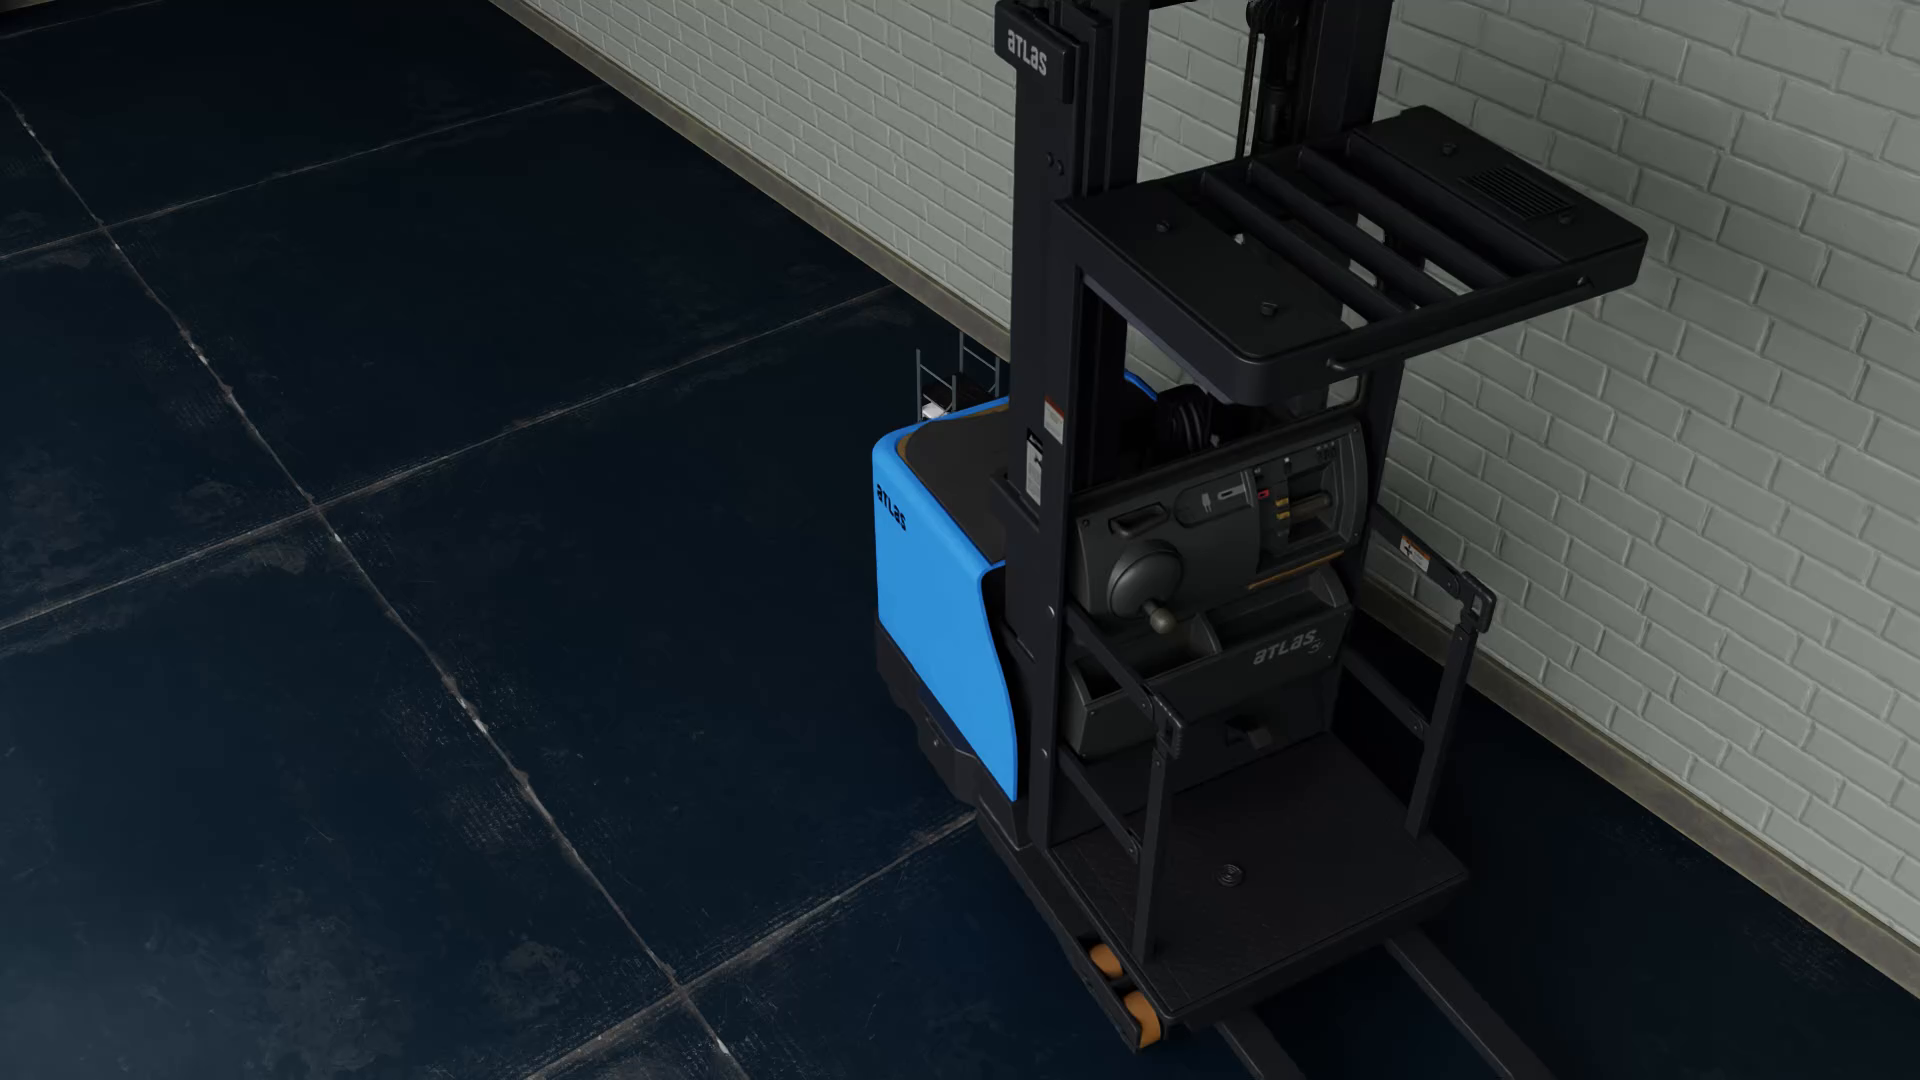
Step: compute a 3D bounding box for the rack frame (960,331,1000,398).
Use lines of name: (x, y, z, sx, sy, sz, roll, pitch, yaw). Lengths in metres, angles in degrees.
rack frame: (0.074, -0.384, 6.509, 0.006, 0.900, 0.240, -26, 46, -28)

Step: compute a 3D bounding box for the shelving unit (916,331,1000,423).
shelving unit: (-0.006, -0.345, 6.461, 0.210, 0.900, 0.258, -26, 46, -28)

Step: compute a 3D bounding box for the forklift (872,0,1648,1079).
forklift: (0.830, 0.037, 4.393, 1.130, 2.935, 3.031, -19, 43, -21)

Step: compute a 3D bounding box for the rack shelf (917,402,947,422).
rack shelf: (-0.006, -0.458, 6.368, 0.200, 0.077, 0.258, -26, 46, -28)

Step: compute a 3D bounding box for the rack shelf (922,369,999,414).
rack shelf: (-0.006, -0.528, 6.311, 0.200, 0.077, 0.258, -26, 46, -28)

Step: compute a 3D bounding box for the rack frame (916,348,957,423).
rack frame: (-0.087, -0.305, 6.413, 0.006, 0.900, 0.240, -26, 46, -28)
